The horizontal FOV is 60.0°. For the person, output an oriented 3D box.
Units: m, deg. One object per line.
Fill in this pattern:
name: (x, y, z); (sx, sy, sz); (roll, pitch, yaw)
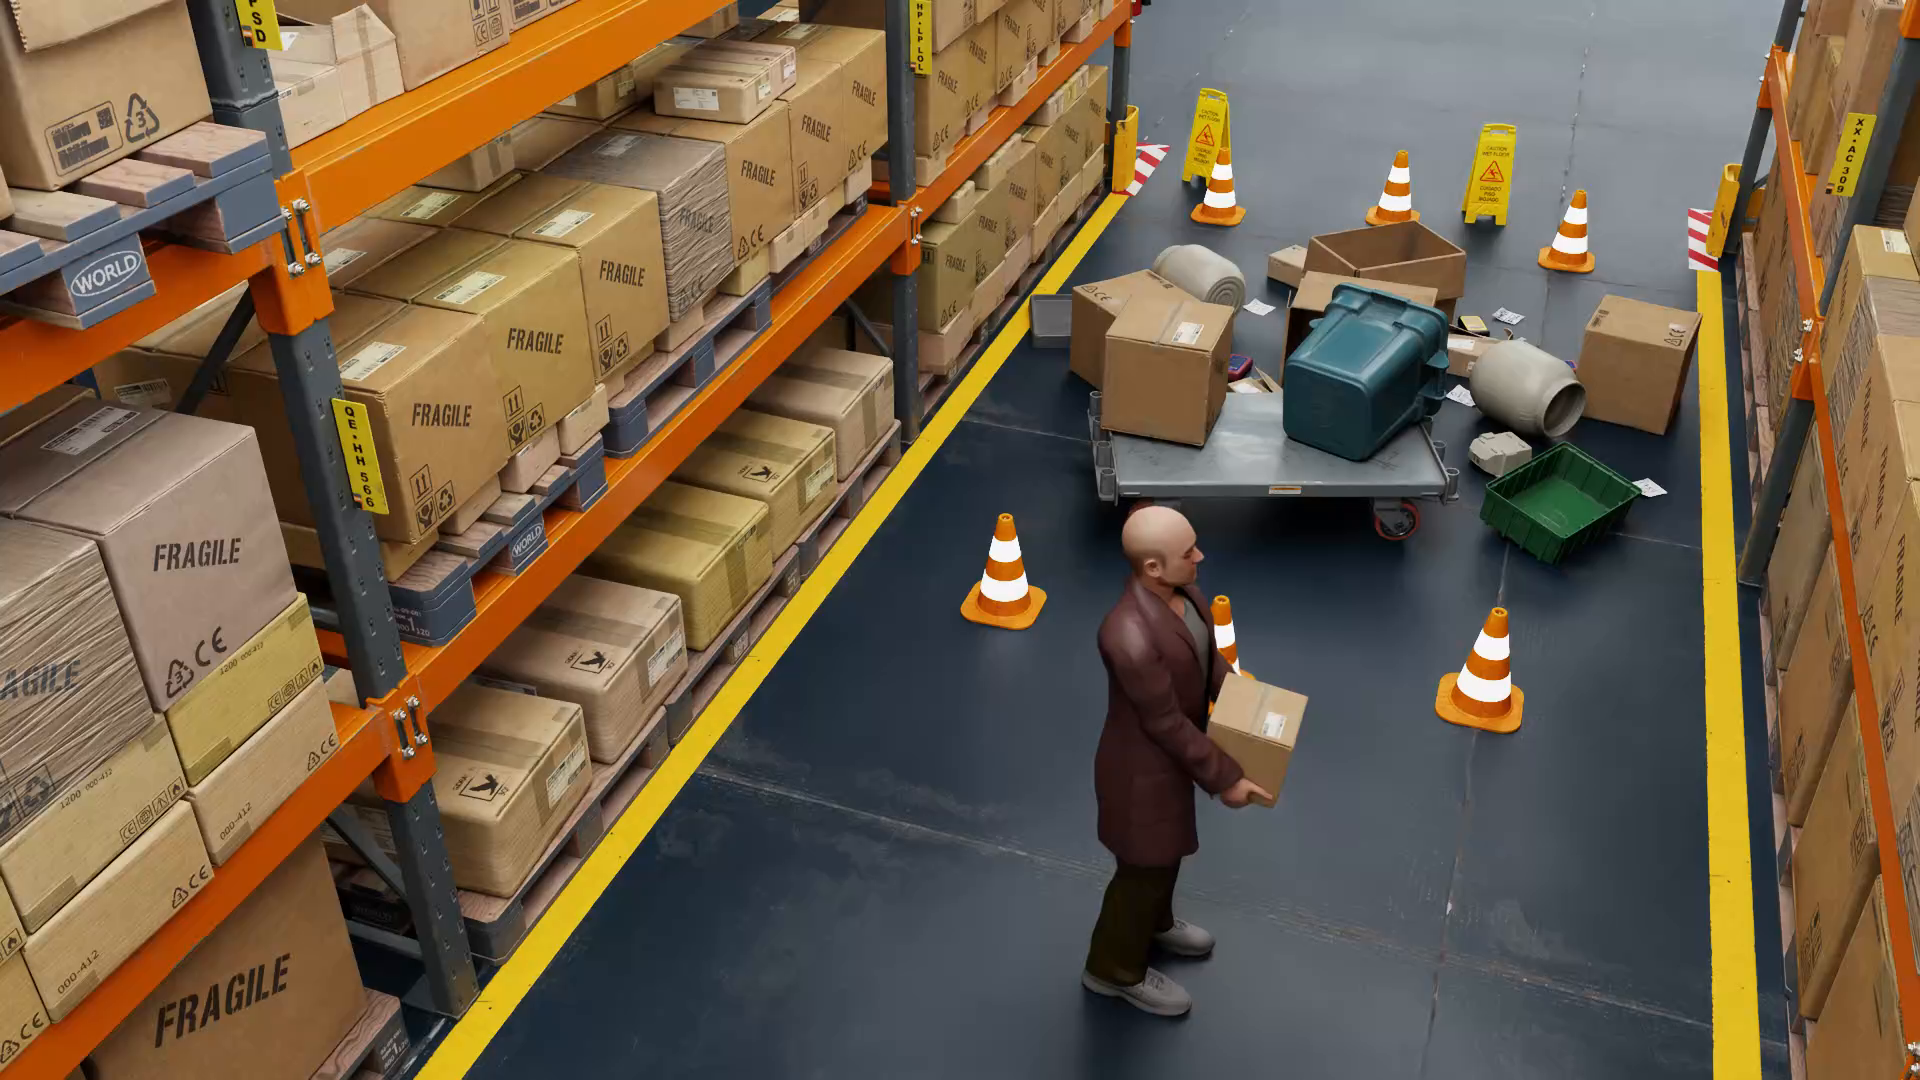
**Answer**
person: (0.699, 0.735, 5.101); (0.551, 1.686, 0.524); (11, 34, 17)
